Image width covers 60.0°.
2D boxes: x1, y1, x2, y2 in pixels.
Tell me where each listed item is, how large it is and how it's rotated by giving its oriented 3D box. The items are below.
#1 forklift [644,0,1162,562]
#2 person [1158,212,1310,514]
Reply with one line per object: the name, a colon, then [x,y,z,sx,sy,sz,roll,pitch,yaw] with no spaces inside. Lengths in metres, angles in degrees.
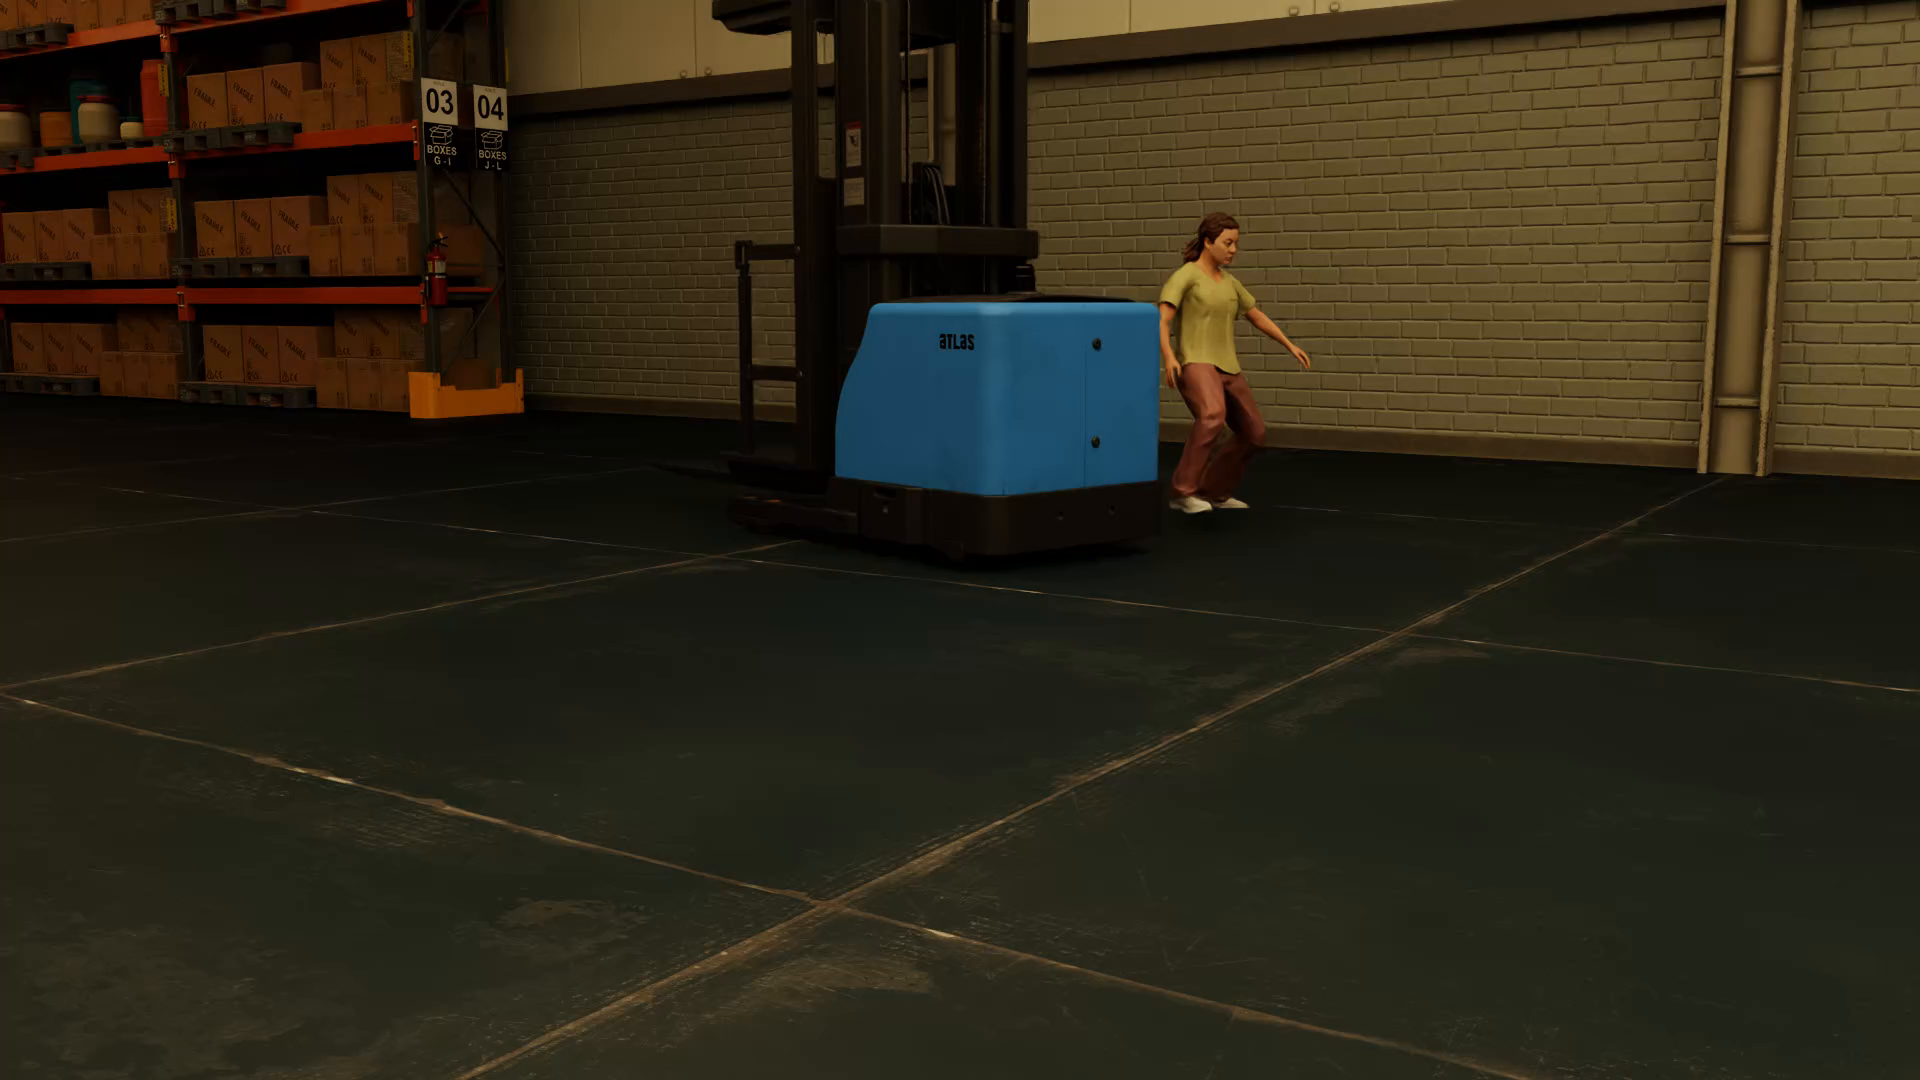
forklift: [-0.464,-1.520,7.881,1.130,2.935,3.031,-7,11,-40]
person: [1.307,-0.870,8.415,0.884,1.551,0.709,-6,10,-36]
